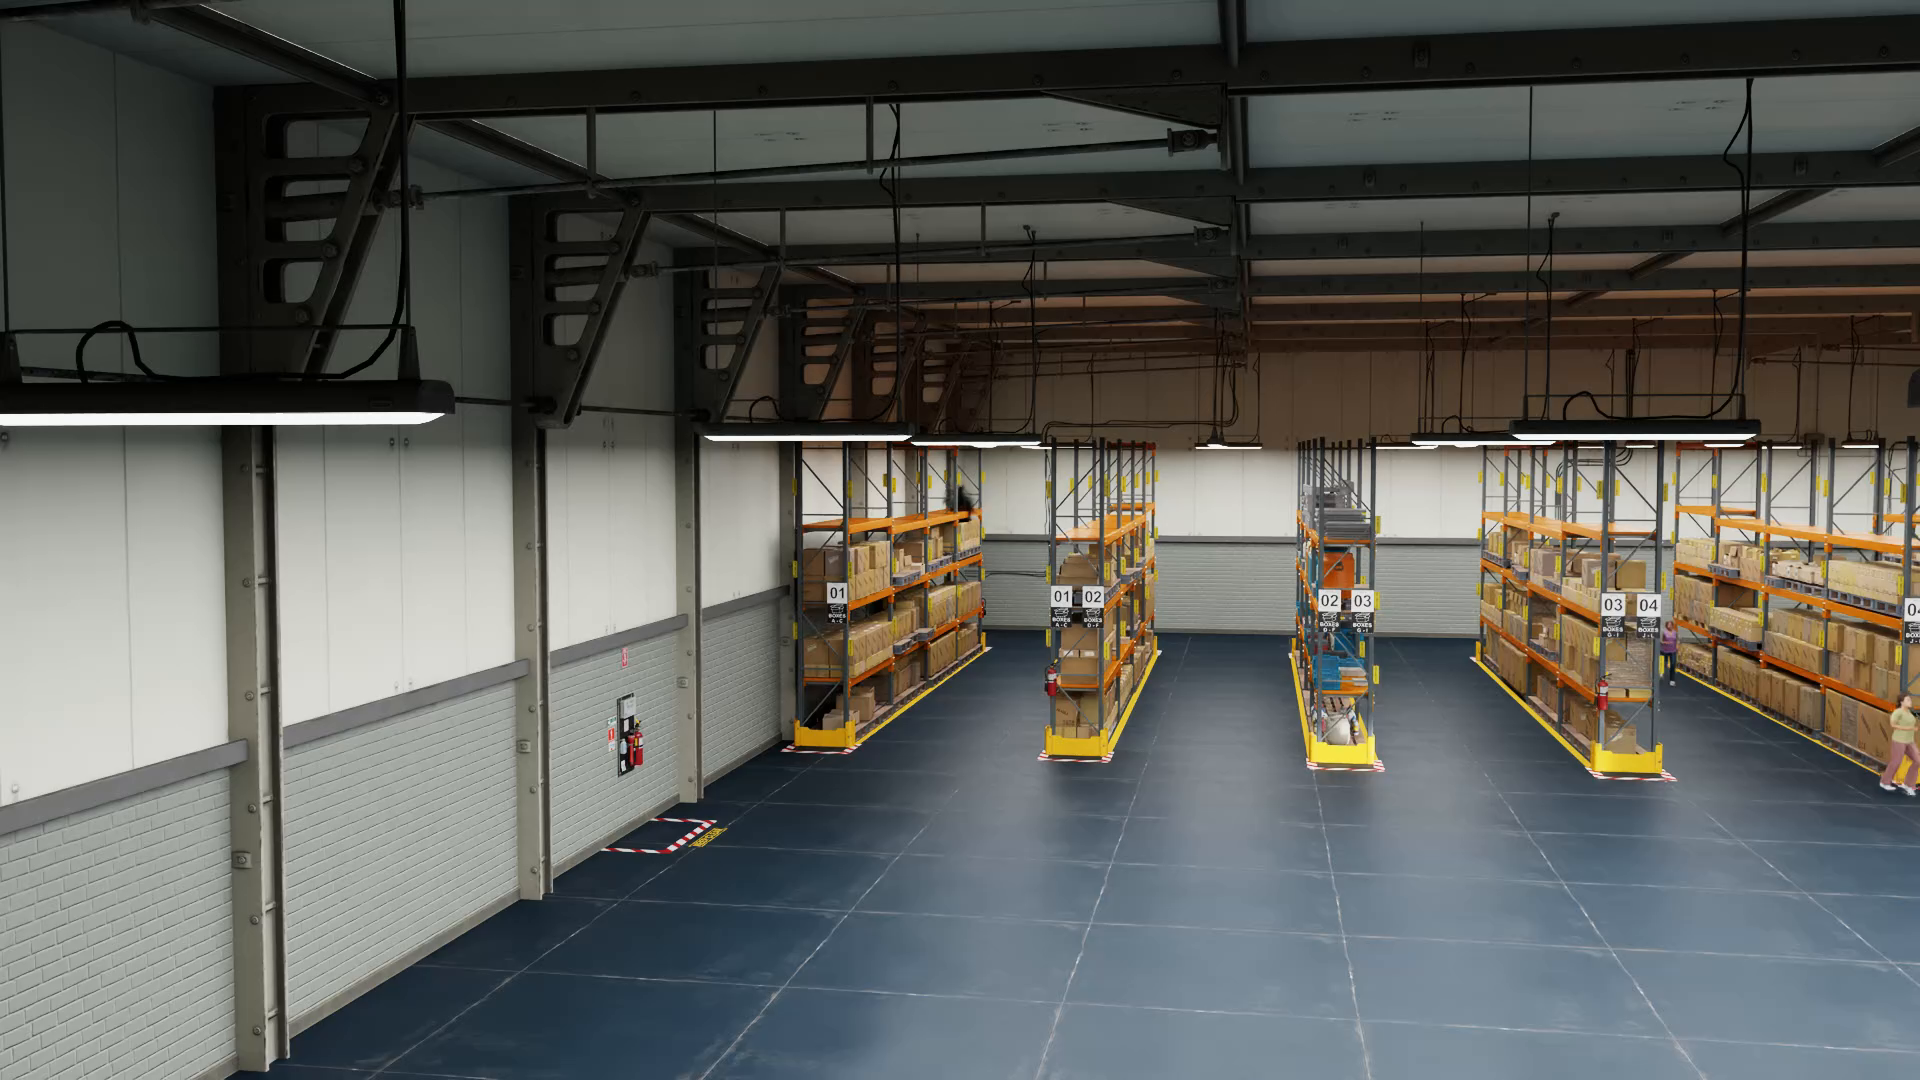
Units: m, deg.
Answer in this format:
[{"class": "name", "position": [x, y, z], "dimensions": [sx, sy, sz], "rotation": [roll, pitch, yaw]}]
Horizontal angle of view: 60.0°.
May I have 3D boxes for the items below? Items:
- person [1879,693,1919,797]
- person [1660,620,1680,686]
[{"class": "person", "position": [15.773, 3.420, 27.838], "dimensions": [0.575, 1.718, 0.647], "rotation": [-1, 3, -23]}, {"class": "person", "position": [17.400, 2.758, 40.806], "dimensions": [0.546, 1.574, 0.874], "rotation": [1, 3, 10]}]
